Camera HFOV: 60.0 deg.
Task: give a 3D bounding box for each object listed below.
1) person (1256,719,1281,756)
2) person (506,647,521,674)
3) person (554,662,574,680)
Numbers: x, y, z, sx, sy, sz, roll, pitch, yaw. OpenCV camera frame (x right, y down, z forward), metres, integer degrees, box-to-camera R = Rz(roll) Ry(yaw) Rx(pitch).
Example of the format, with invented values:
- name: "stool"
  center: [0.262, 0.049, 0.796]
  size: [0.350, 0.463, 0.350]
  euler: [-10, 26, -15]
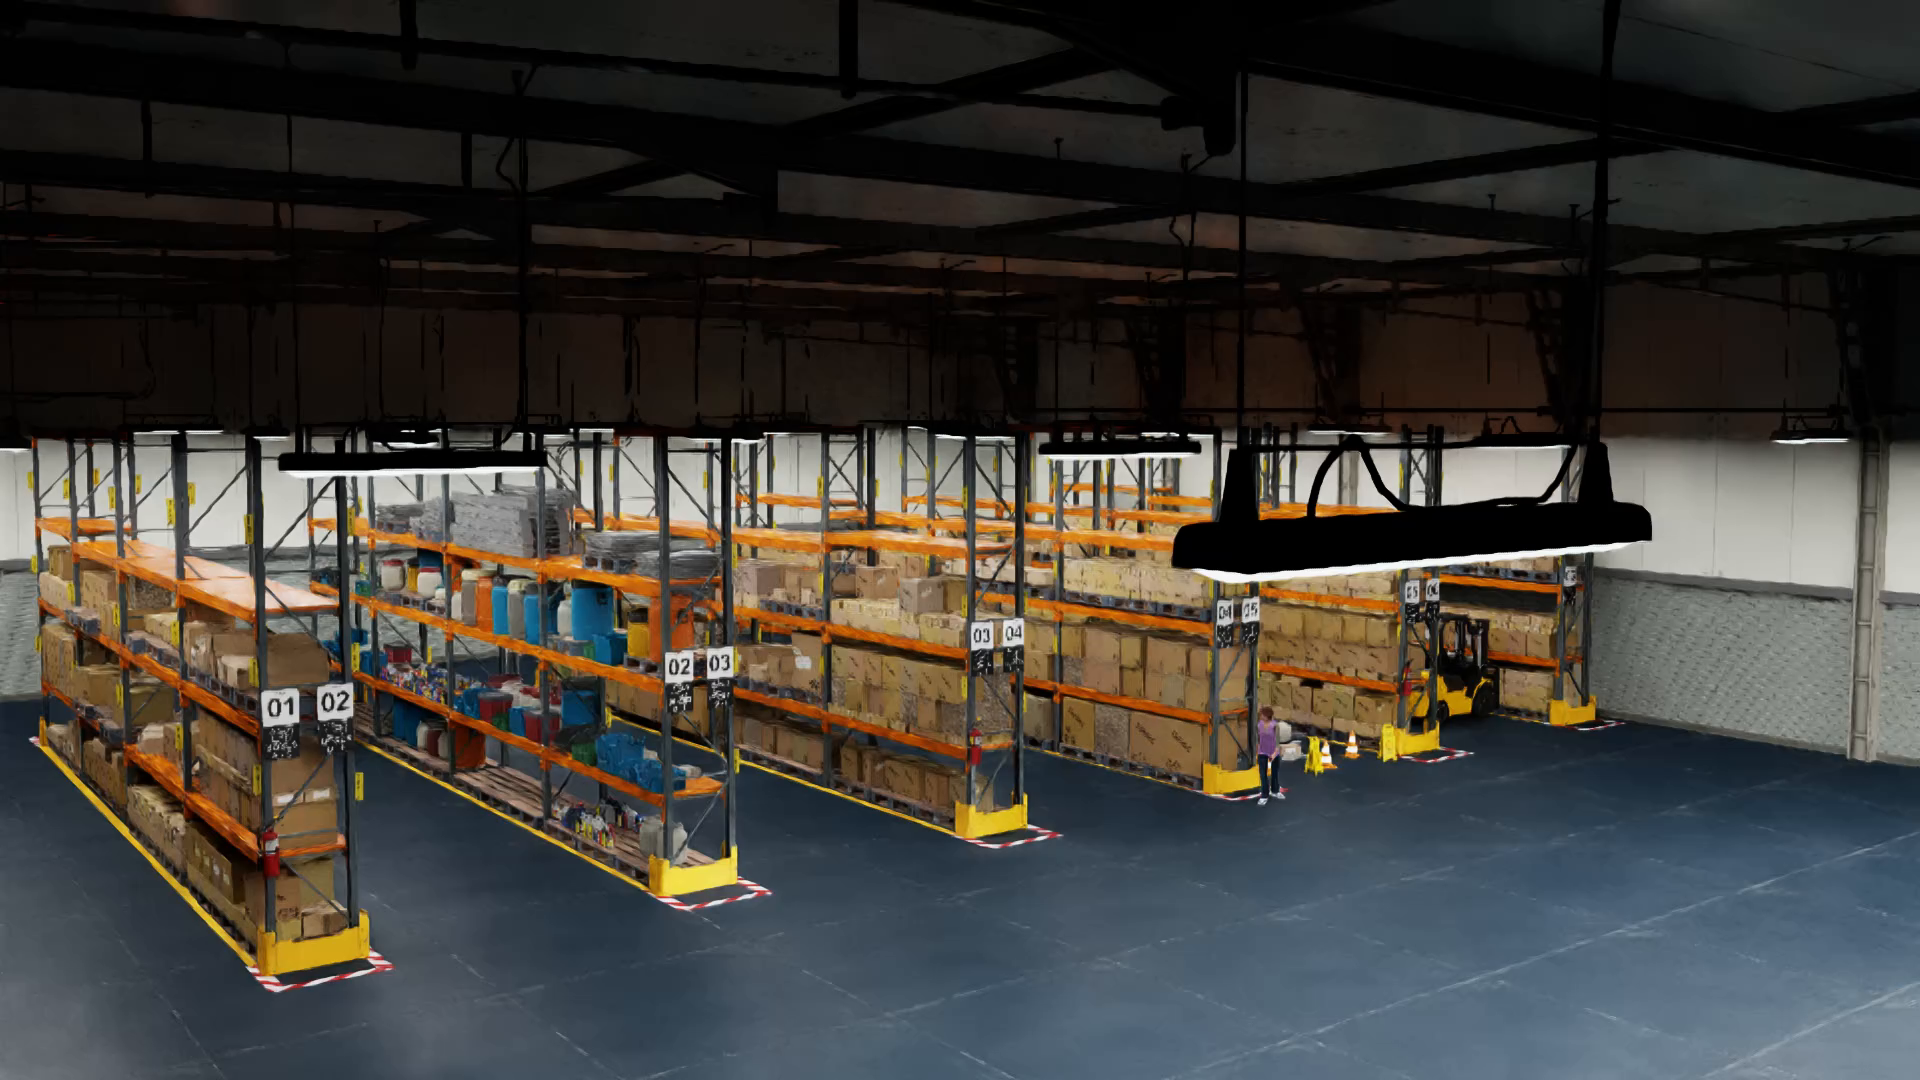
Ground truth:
- name: "person"
  center: [4.955, 3.161, 26.707]
  size: [0.425, 0.592, 0.343]
  euler: [2, 5, 24]
- name: "person"
  center: [-10.331, 2.521, 38.337]
  size: [0.447, 1.496, 0.721]
  euler: [-1, 5, -7]
- name: "person"
  center: [-8.038, 2.973, 33.980]
  size: [0.447, 1.359, 1.017]
  euler: [-2, 5, -28]
